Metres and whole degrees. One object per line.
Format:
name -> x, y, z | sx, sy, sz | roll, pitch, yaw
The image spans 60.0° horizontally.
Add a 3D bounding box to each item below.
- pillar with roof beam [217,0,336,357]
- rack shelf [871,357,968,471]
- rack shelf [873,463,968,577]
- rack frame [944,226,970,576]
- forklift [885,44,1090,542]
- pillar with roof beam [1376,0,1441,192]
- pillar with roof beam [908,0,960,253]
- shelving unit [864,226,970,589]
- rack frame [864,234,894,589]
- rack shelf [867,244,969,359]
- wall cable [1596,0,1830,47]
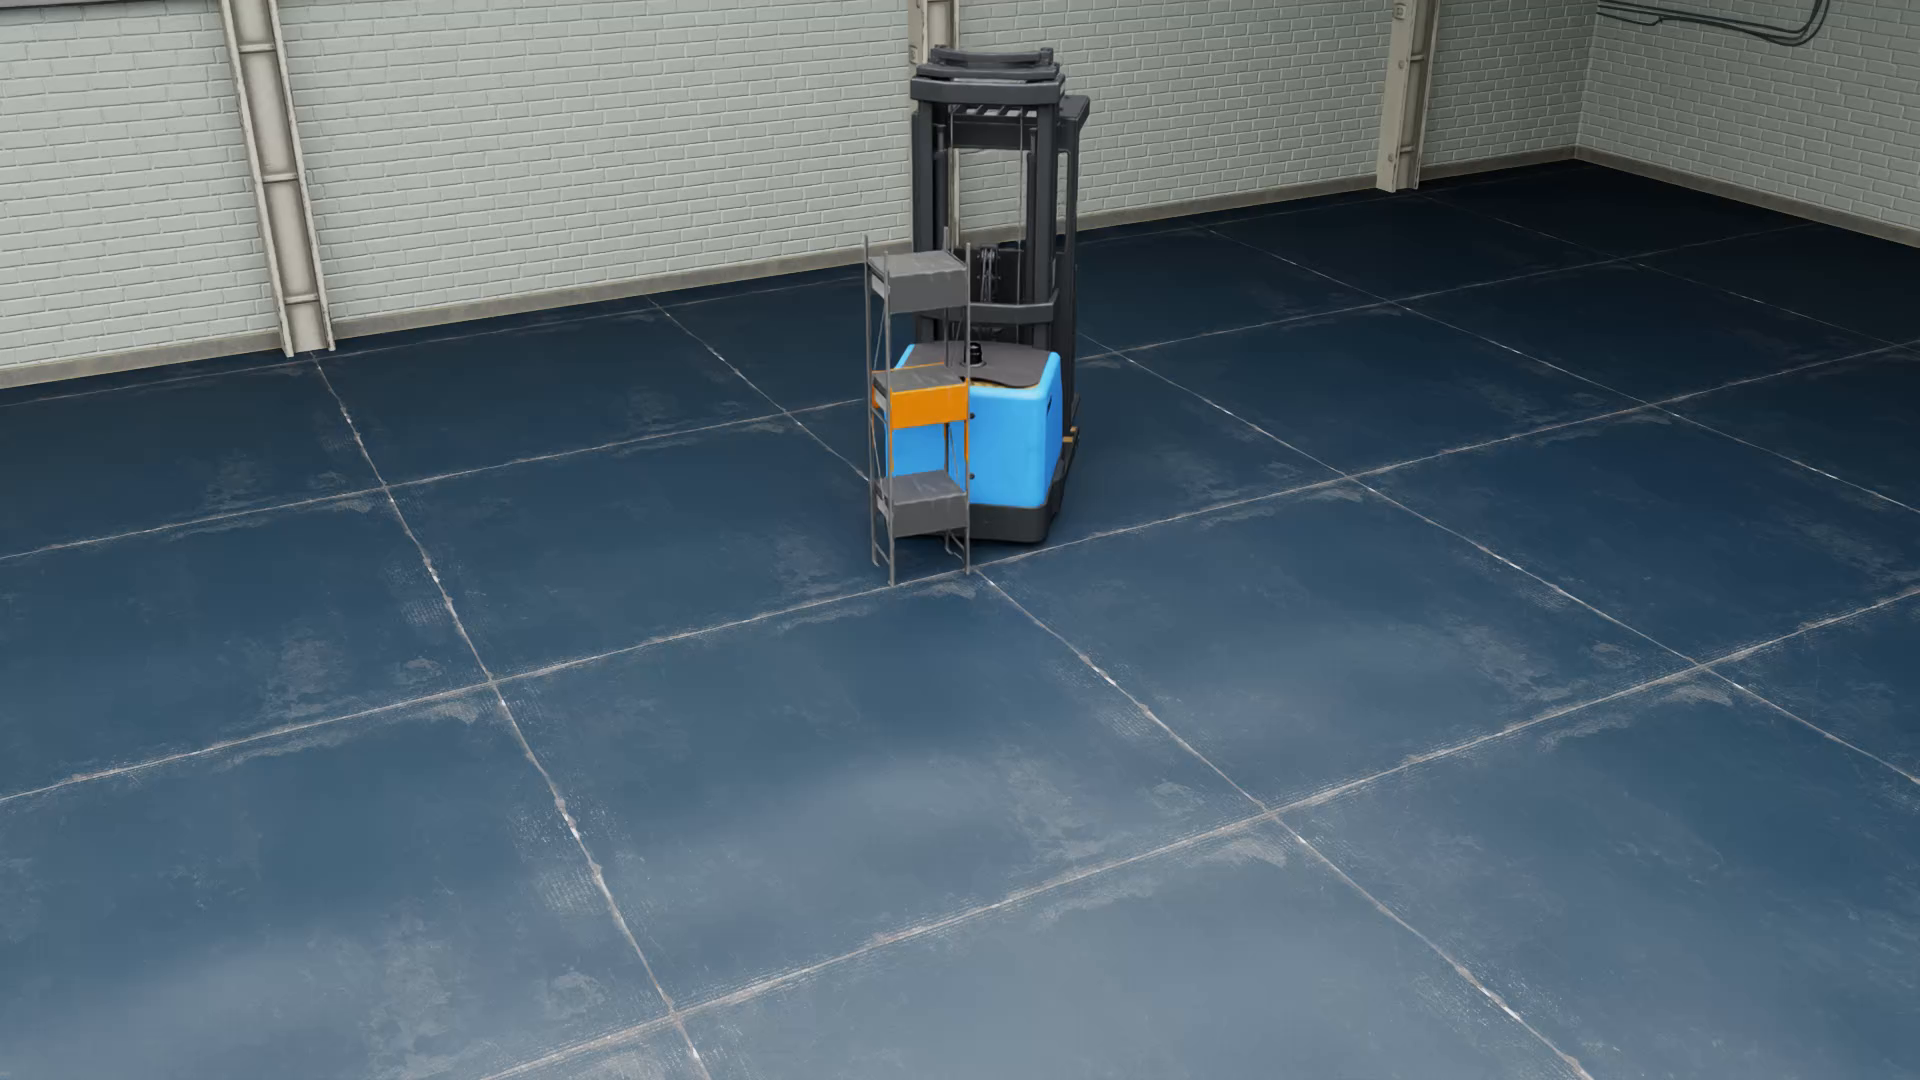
pillar with roof beam -> -3.516, -4.045, 8.778 | 0.400, 9.000, 9.100 | -13, 29, -25
rack shelf -> -0.248, -0.757, 9.931 | 0.480, 0.518, 0.431 | -9, 27, -18
rack shelf -> -0.248, -0.126, 10.234 | 0.480, 0.518, 0.431 | -9, 27, -18
rack frame -> -0.019, -0.806, 10.002 | 0.015, 2.100, 0.400 | -9, 27, -18
forklift -> 0.270, -1.918, 11.359 | 1.130, 2.935, 3.031 | 4, 26, 9
pillar with roof beam -> 7.072, -6.489, 13.868 | 0.400, 9.000, 9.100 | -13, 29, -25
pillar with roof beam -> 1.778, -5.267, 11.323 | 0.400, 9.000, 9.100 | -13, 29, -25
shelving unit -> -0.248, -0.769, 9.925 | 0.503, 2.100, 0.431 | -9, 27, -18
rack frame -> -0.477, -0.732, 9.849 | 0.015, 2.100, 0.400 | -9, 27, -18
rack shelf -> -0.248, -1.388, 9.628 | 0.480, 0.518, 0.431 | -9, 27, -18
wall cable -> 8.268, -6.828, 18.163 | 0.112, 2.526, 3.097 | -13, 29, -25
